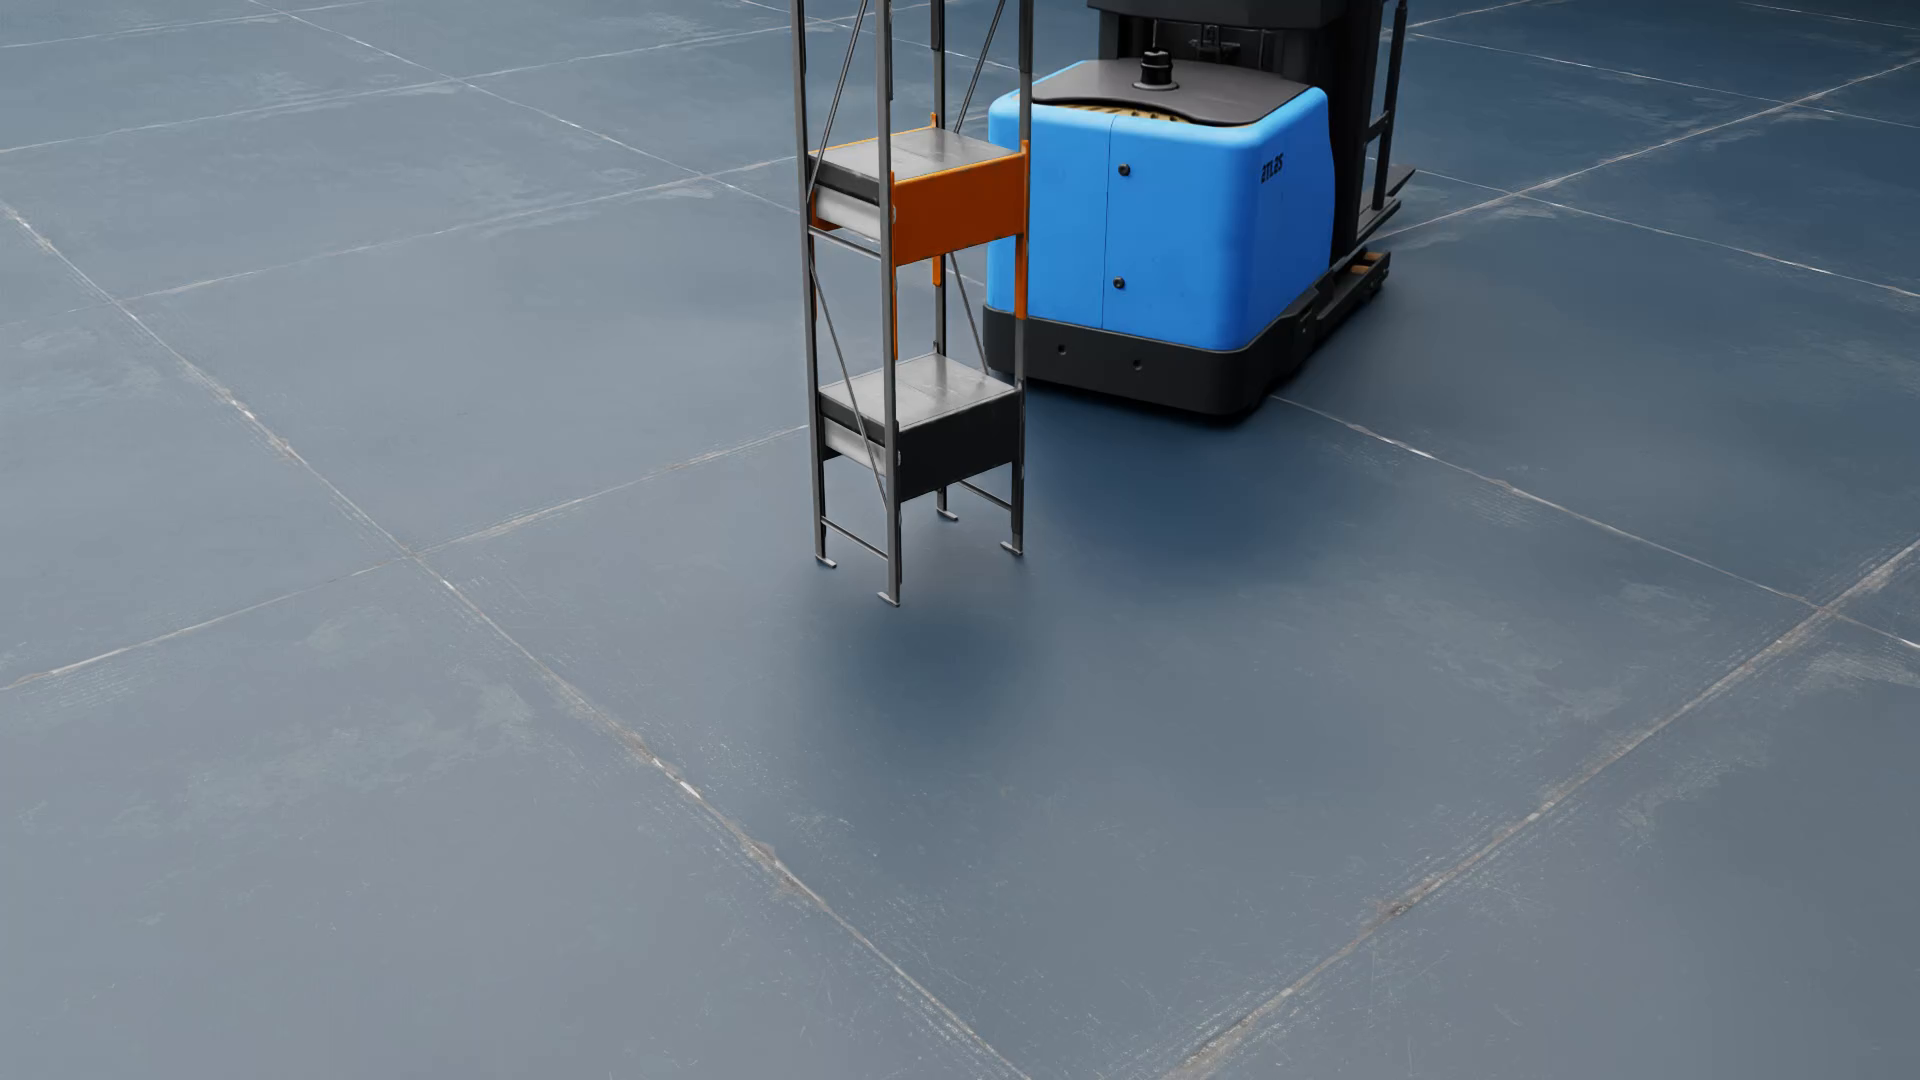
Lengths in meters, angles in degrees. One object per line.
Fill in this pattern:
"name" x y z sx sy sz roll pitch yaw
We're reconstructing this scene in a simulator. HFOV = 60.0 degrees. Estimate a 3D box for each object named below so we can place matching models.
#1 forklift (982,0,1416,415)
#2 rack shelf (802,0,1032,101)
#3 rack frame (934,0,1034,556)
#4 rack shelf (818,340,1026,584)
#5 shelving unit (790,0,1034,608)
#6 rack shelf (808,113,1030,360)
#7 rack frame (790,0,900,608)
"forklift" 1.235 -2.401 6.633 1.130 2.935 3.031 14 31 25
"rack shelf" -0.126 -1.481 4.337 0.480 0.518 0.431 -22 35 -35
"rack frame" 0.060 -0.950 4.800 0.015 2.100 0.400 -22 35 -35
"rack shelf" -0.126 -0.246 4.997 0.480 0.518 0.431 -22 35 -35
"shelving unit" -0.126 -0.875 4.660 0.503 2.100 0.431 -22 35 -35
"rack shelf" -0.126 -0.863 4.667 0.480 0.518 0.431 -22 35 -35
"rack frame" -0.312 -0.801 4.521 0.015 2.100 0.400 -22 35 -35
